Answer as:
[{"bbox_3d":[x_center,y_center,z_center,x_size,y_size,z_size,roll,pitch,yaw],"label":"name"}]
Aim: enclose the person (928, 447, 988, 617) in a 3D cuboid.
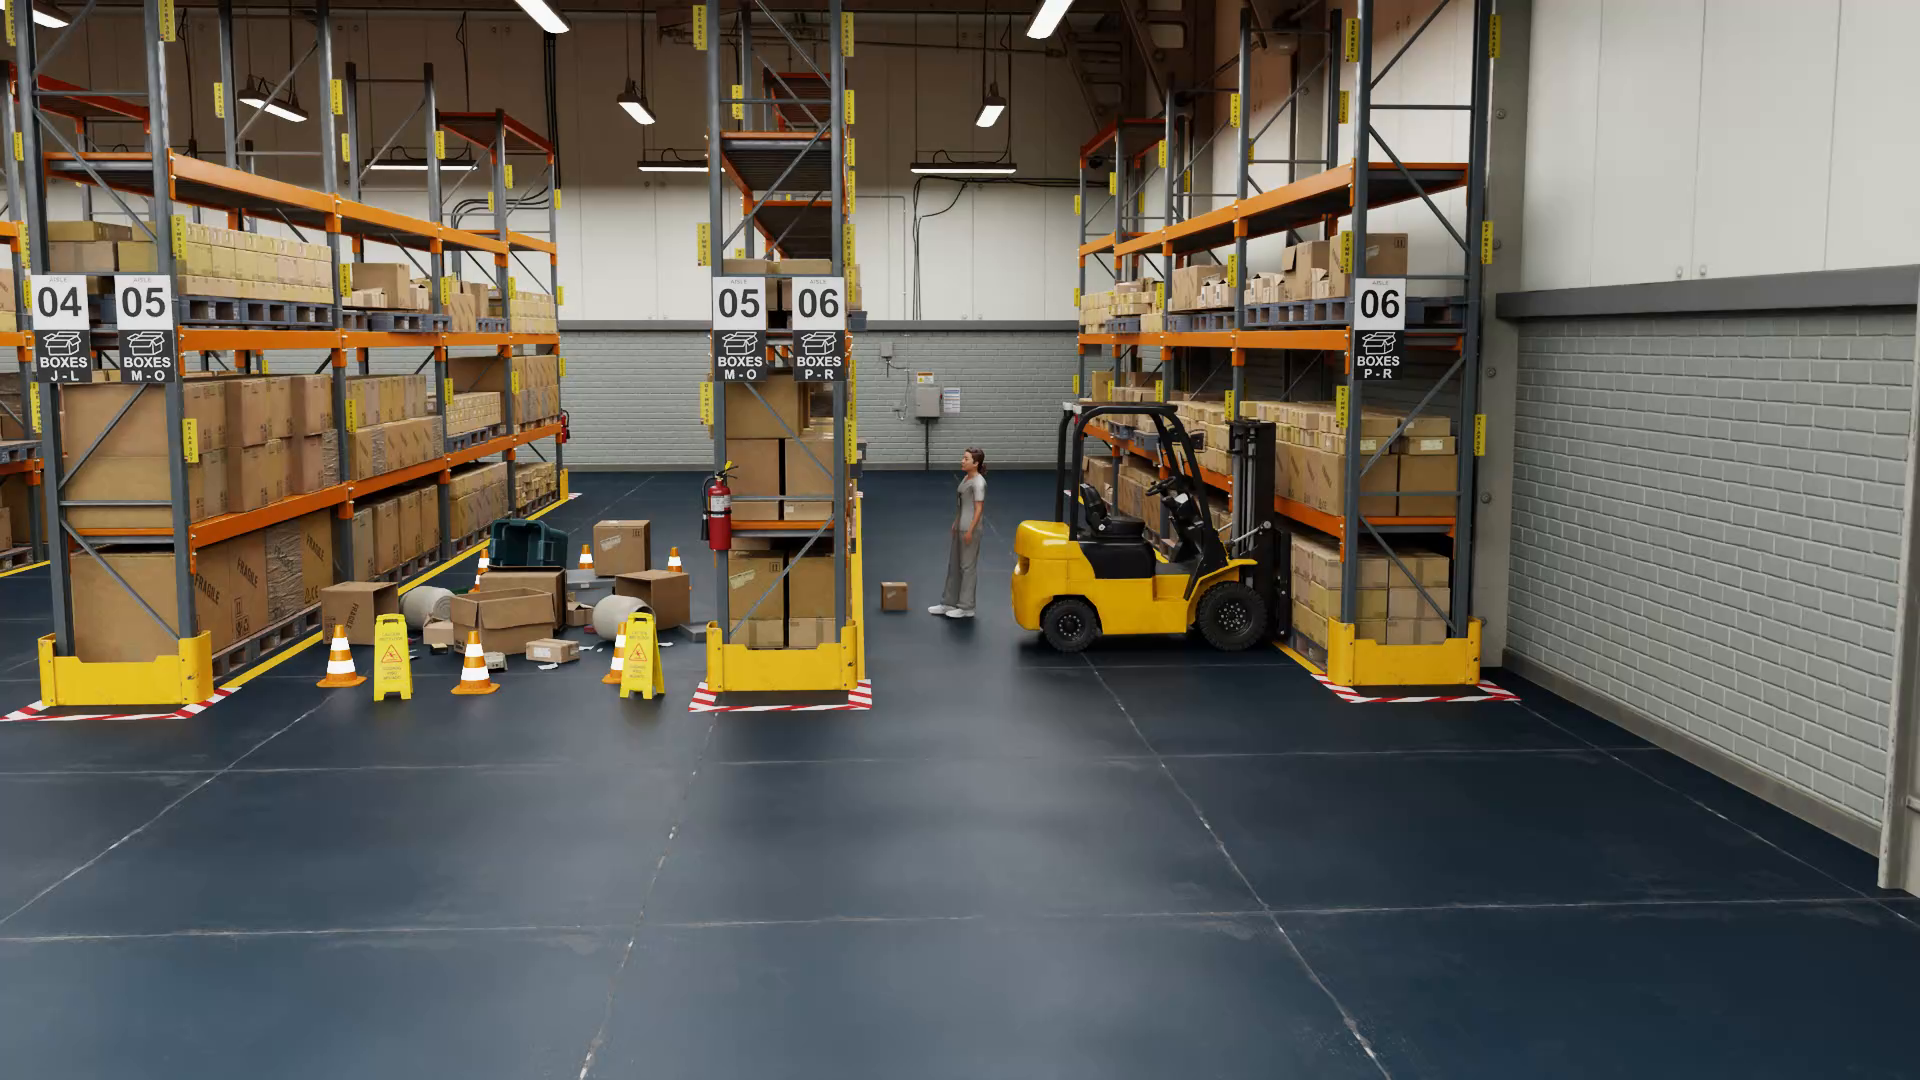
[{"bbox_3d":[0.005,-0.079,16.323,0.548,1.674,0.549,-2,7,-15],"label":"person"}]
